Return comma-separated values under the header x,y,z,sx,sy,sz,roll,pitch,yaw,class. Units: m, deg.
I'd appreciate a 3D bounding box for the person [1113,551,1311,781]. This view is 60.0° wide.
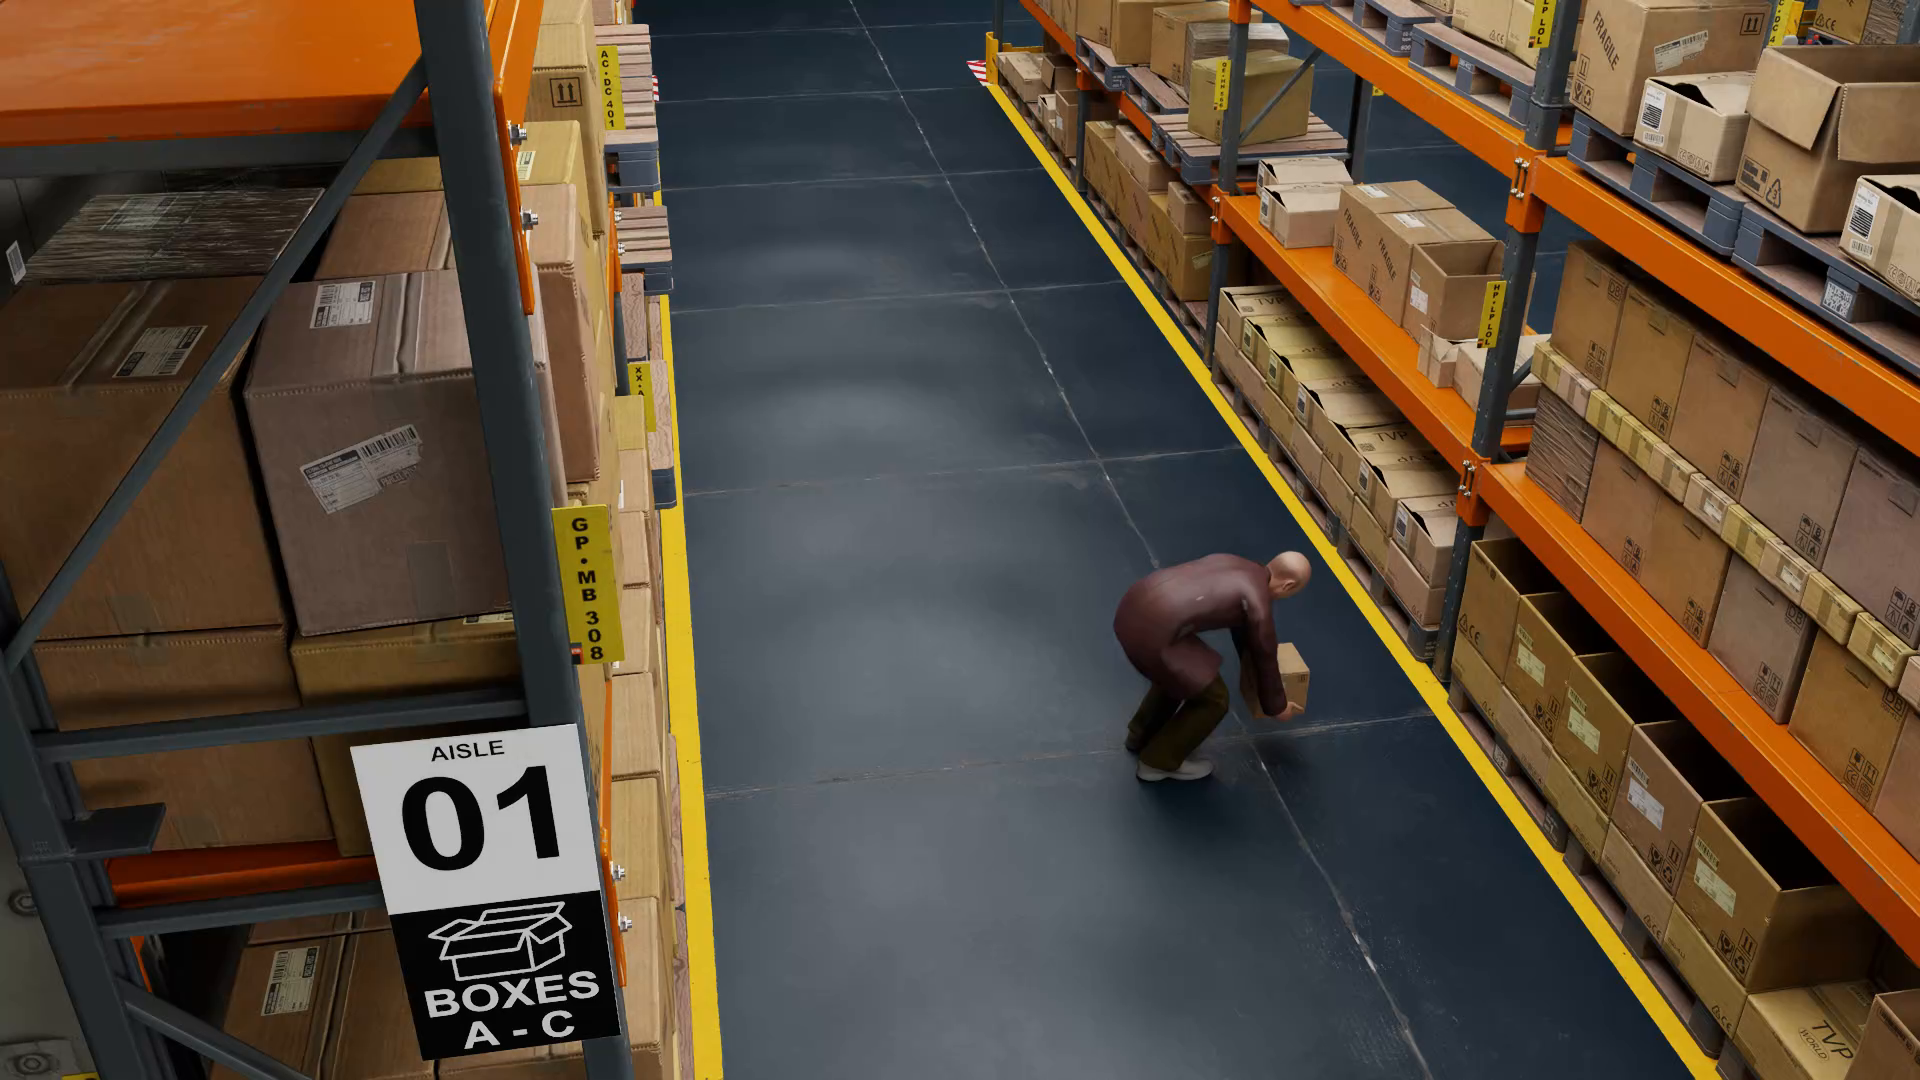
x,y,z,sx,sy,sz,roll,pitch,yaw,class
1.177,0.582,7.861,0.942,1.069,0.590,-7,31,-11,person
